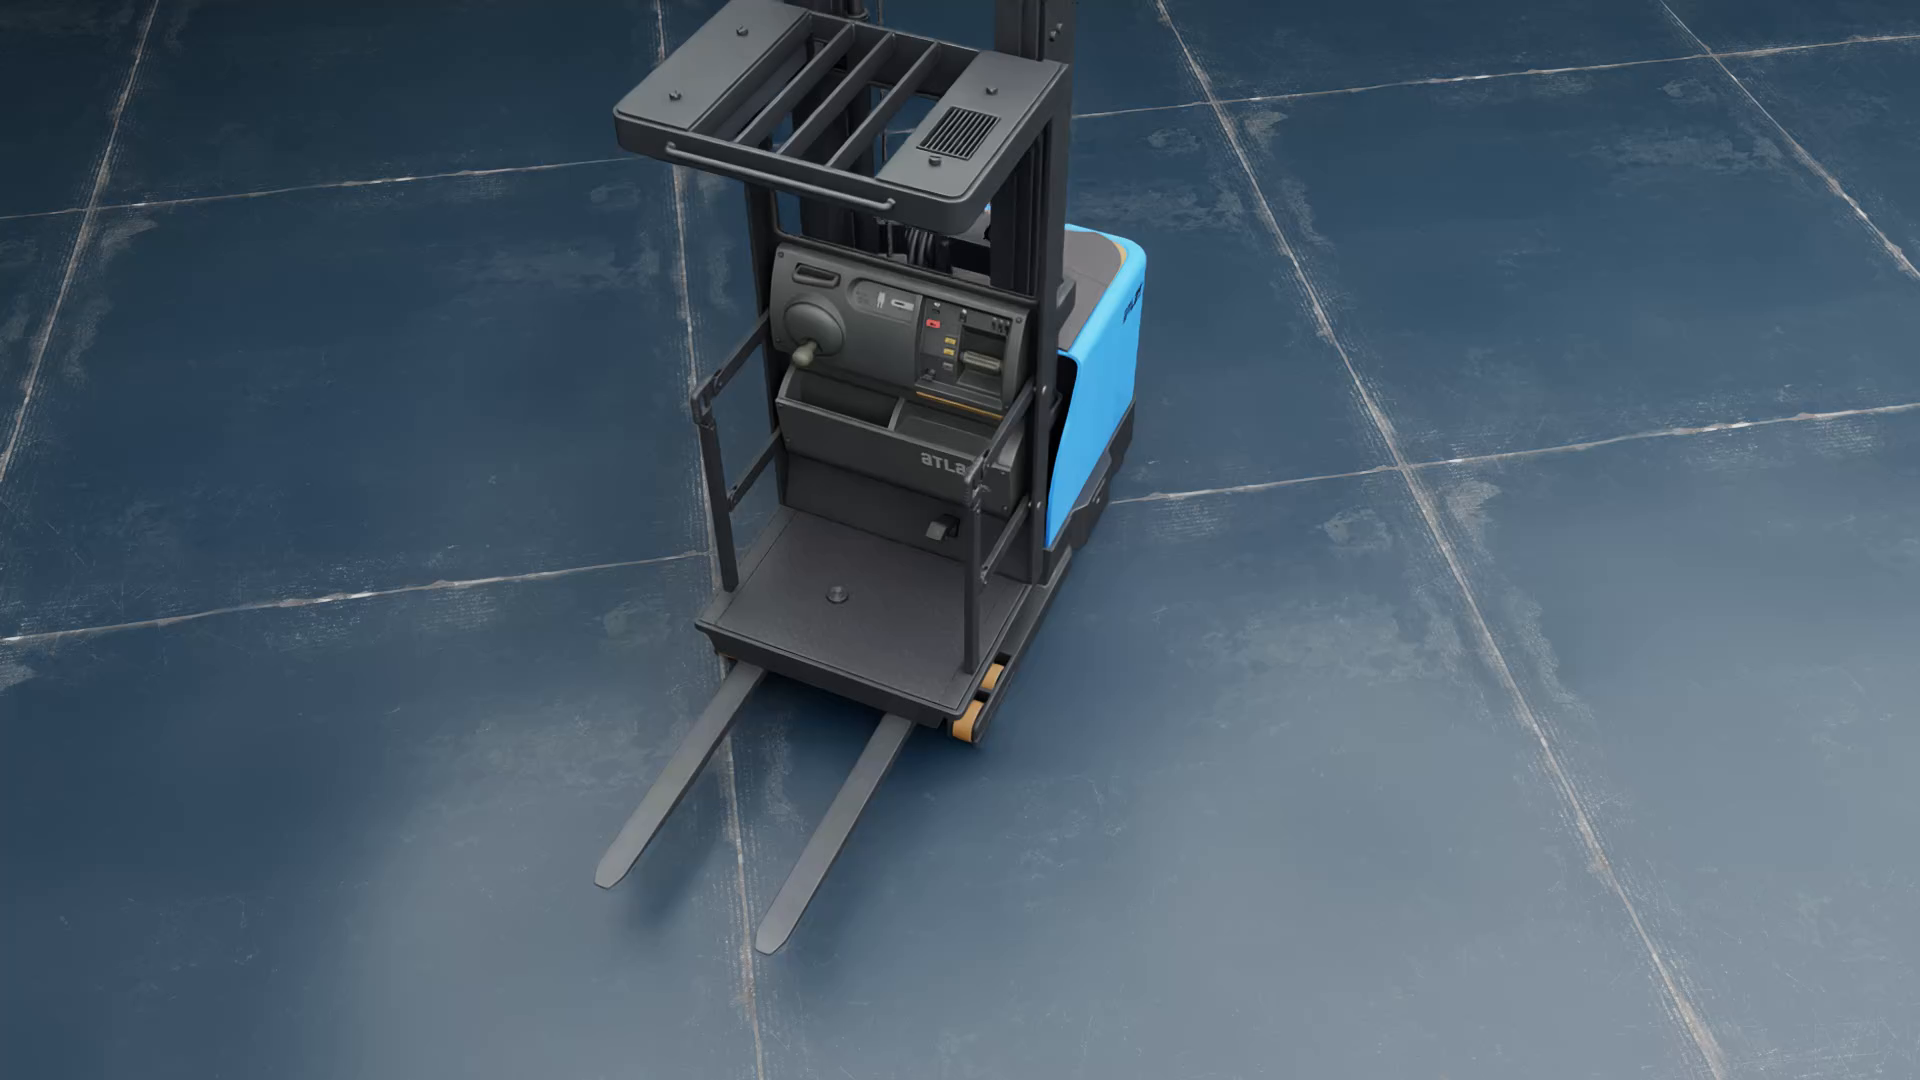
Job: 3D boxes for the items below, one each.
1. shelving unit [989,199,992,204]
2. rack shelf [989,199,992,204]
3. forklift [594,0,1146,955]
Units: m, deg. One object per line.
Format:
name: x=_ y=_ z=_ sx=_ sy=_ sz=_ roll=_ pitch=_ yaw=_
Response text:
shelving unit: x=0.090 y=-1.201 z=7.267 sx=0.189 sy=1.200 sz=0.258 roll=-34 pitch=55 yaw=-29
rack shelf: x=0.090 y=-1.420 z=7.040 sx=0.180 sy=0.103 sz=0.258 roll=-34 pitch=55 yaw=-29
forklift: x=-0.304 y=-0.620 z=5.506 sx=1.130 sy=2.935 sz=3.031 roll=18 pitch=49 yaw=16
